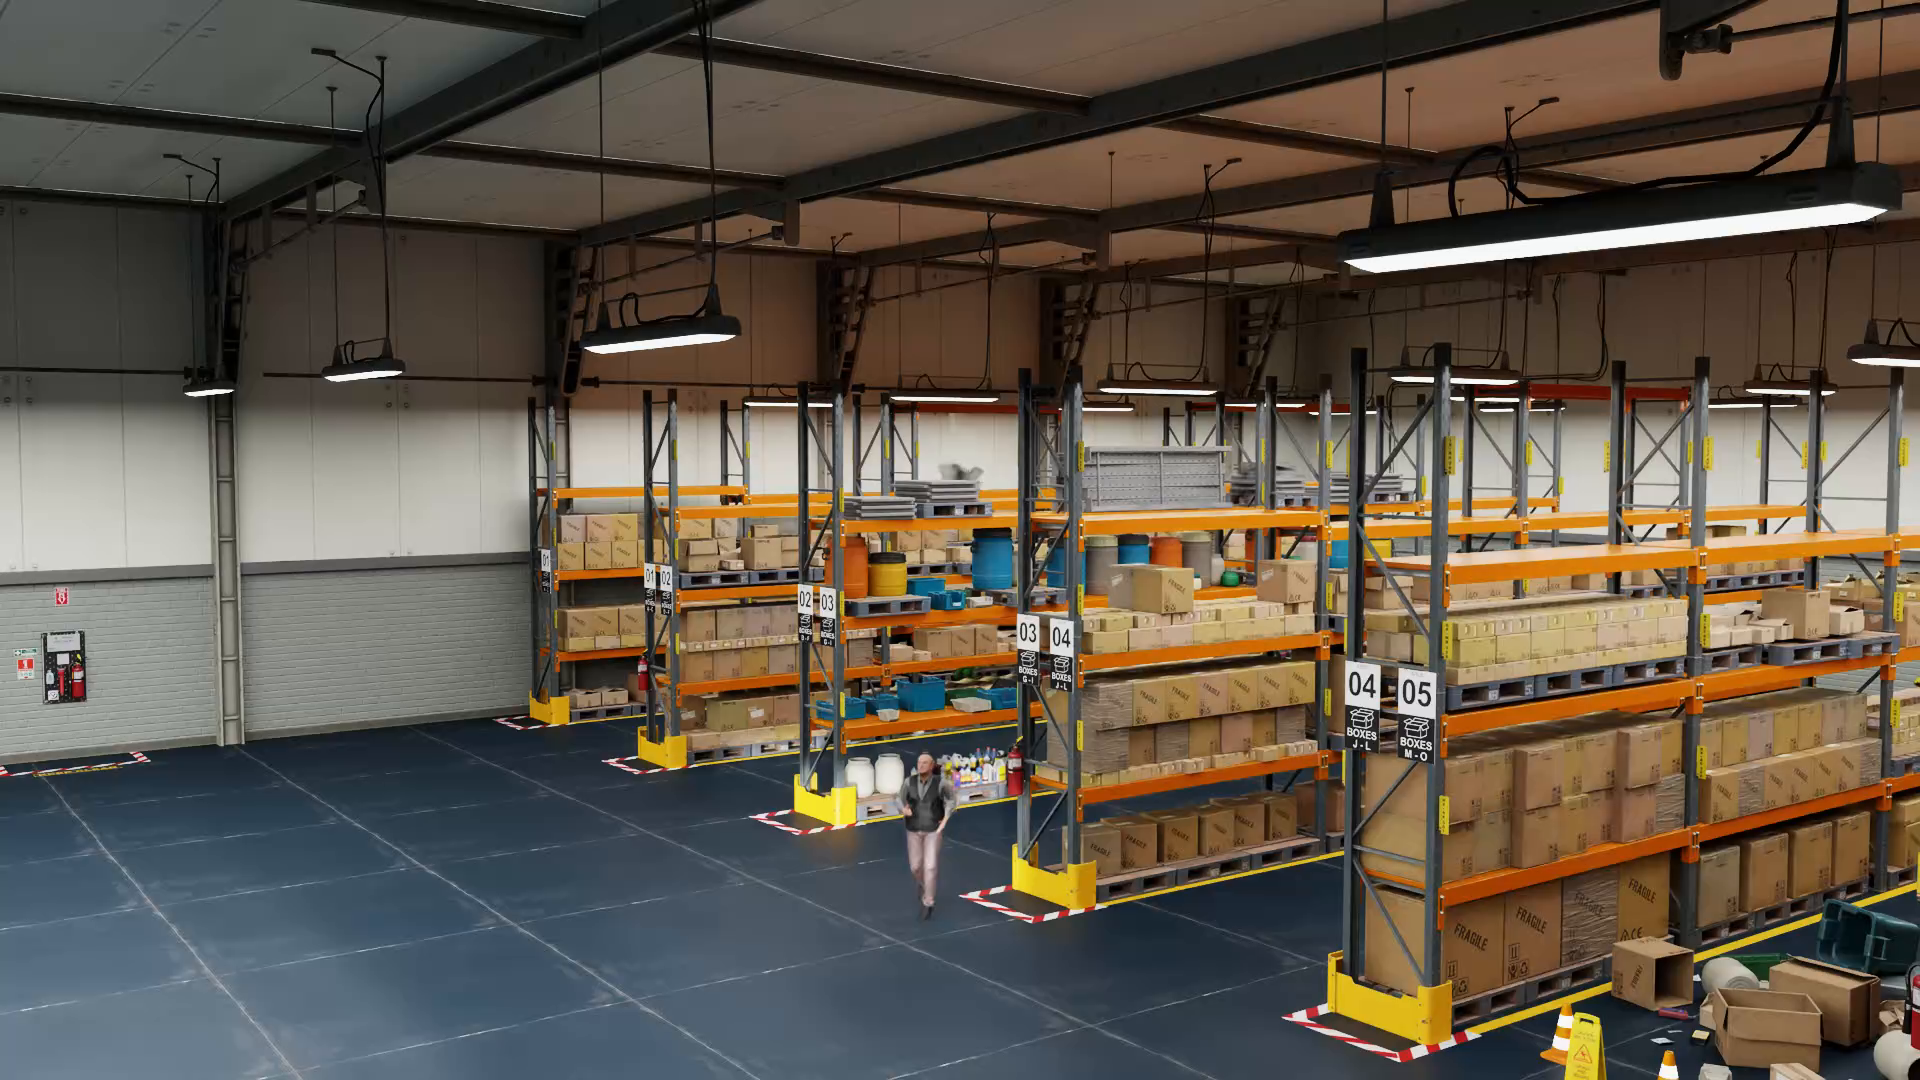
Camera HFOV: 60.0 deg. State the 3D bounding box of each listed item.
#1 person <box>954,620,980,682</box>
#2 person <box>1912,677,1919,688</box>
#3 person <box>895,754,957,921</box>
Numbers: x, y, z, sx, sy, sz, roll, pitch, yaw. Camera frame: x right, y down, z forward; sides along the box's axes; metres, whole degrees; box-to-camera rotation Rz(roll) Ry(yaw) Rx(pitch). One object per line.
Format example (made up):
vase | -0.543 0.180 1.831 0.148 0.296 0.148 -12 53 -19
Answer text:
person | 0.162 2.339 33.066 0.794 1.751 0.654 -2 4 -36
person | 14.002 2.856 24.286 0.585 1.736 0.724 -2 4 -34
person | -0.396 3.223 18.307 0.666 1.743 0.824 1 3 15
